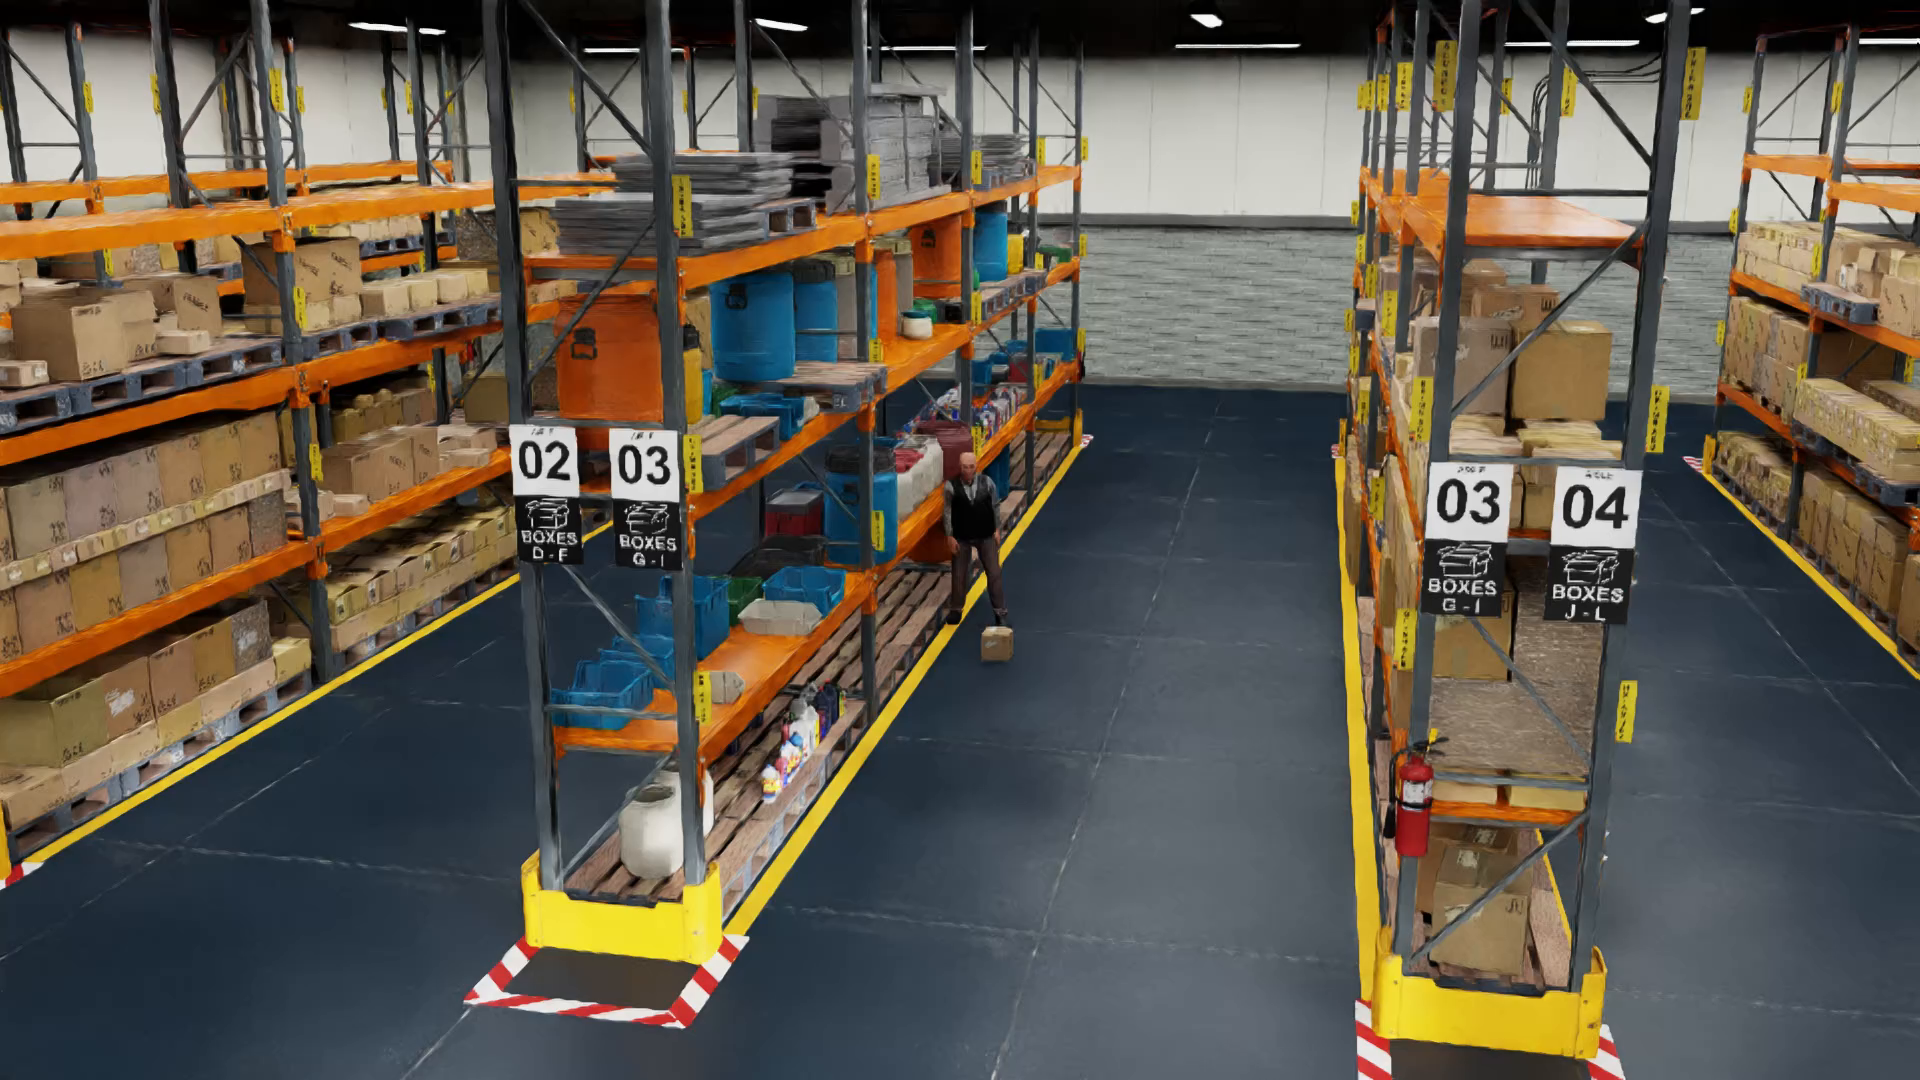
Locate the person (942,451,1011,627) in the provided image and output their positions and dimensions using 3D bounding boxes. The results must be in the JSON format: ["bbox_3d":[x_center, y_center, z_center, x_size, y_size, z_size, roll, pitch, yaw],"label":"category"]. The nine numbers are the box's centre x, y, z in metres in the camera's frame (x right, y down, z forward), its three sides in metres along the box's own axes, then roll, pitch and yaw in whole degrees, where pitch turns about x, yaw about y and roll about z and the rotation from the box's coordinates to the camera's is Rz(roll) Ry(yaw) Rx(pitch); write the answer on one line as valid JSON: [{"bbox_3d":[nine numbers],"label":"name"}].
[{"bbox_3d":[0.150,-0.011,16.038,0.655,1.715,0.533,-1,15,-5],"label":"person"}]
